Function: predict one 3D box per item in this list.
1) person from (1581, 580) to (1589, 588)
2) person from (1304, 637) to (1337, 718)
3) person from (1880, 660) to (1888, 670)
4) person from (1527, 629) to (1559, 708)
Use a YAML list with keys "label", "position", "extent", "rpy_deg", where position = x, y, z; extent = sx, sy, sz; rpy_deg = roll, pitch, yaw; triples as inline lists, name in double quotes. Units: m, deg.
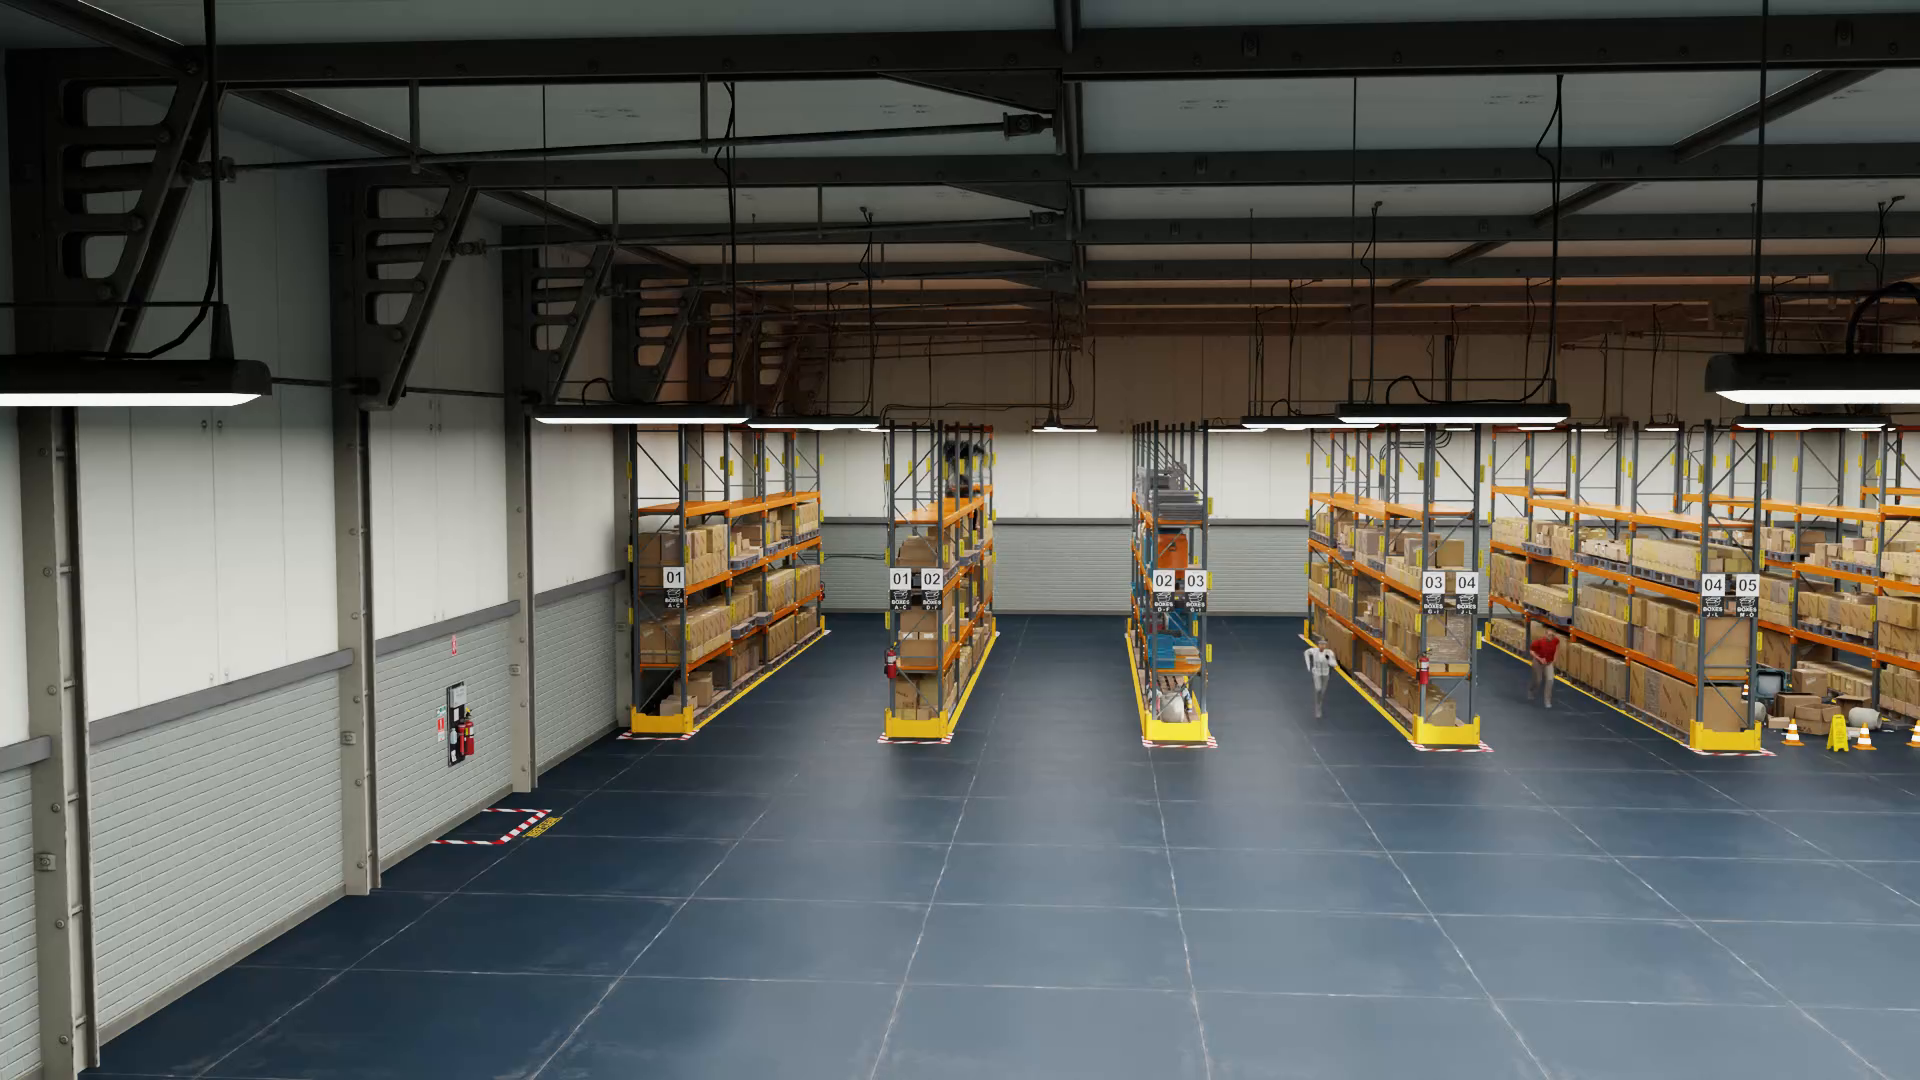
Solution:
- label: "person"
  position: [17.683, 1.936, 47.216]
  extent: [0.544, 1.597, 0.602]
  rpy_deg: [0, 4, -2]
- label: "person"
  position: [7.312, 2.761, 33.741]
  extent: [0.602, 1.650, 0.885]
  rpy_deg: [0, 4, 1]
- label: "person"
  position: [21.266, 2.527, 38.254]
  extent: [0.573, 1.567, 0.476]
  rpy_deg: [0, 4, -6]
- label: "person"
  position: [12.350, 2.691, 35.336]
  extent: [0.703, 1.694, 1.020]
  rpy_deg: [0, 4, -8]
